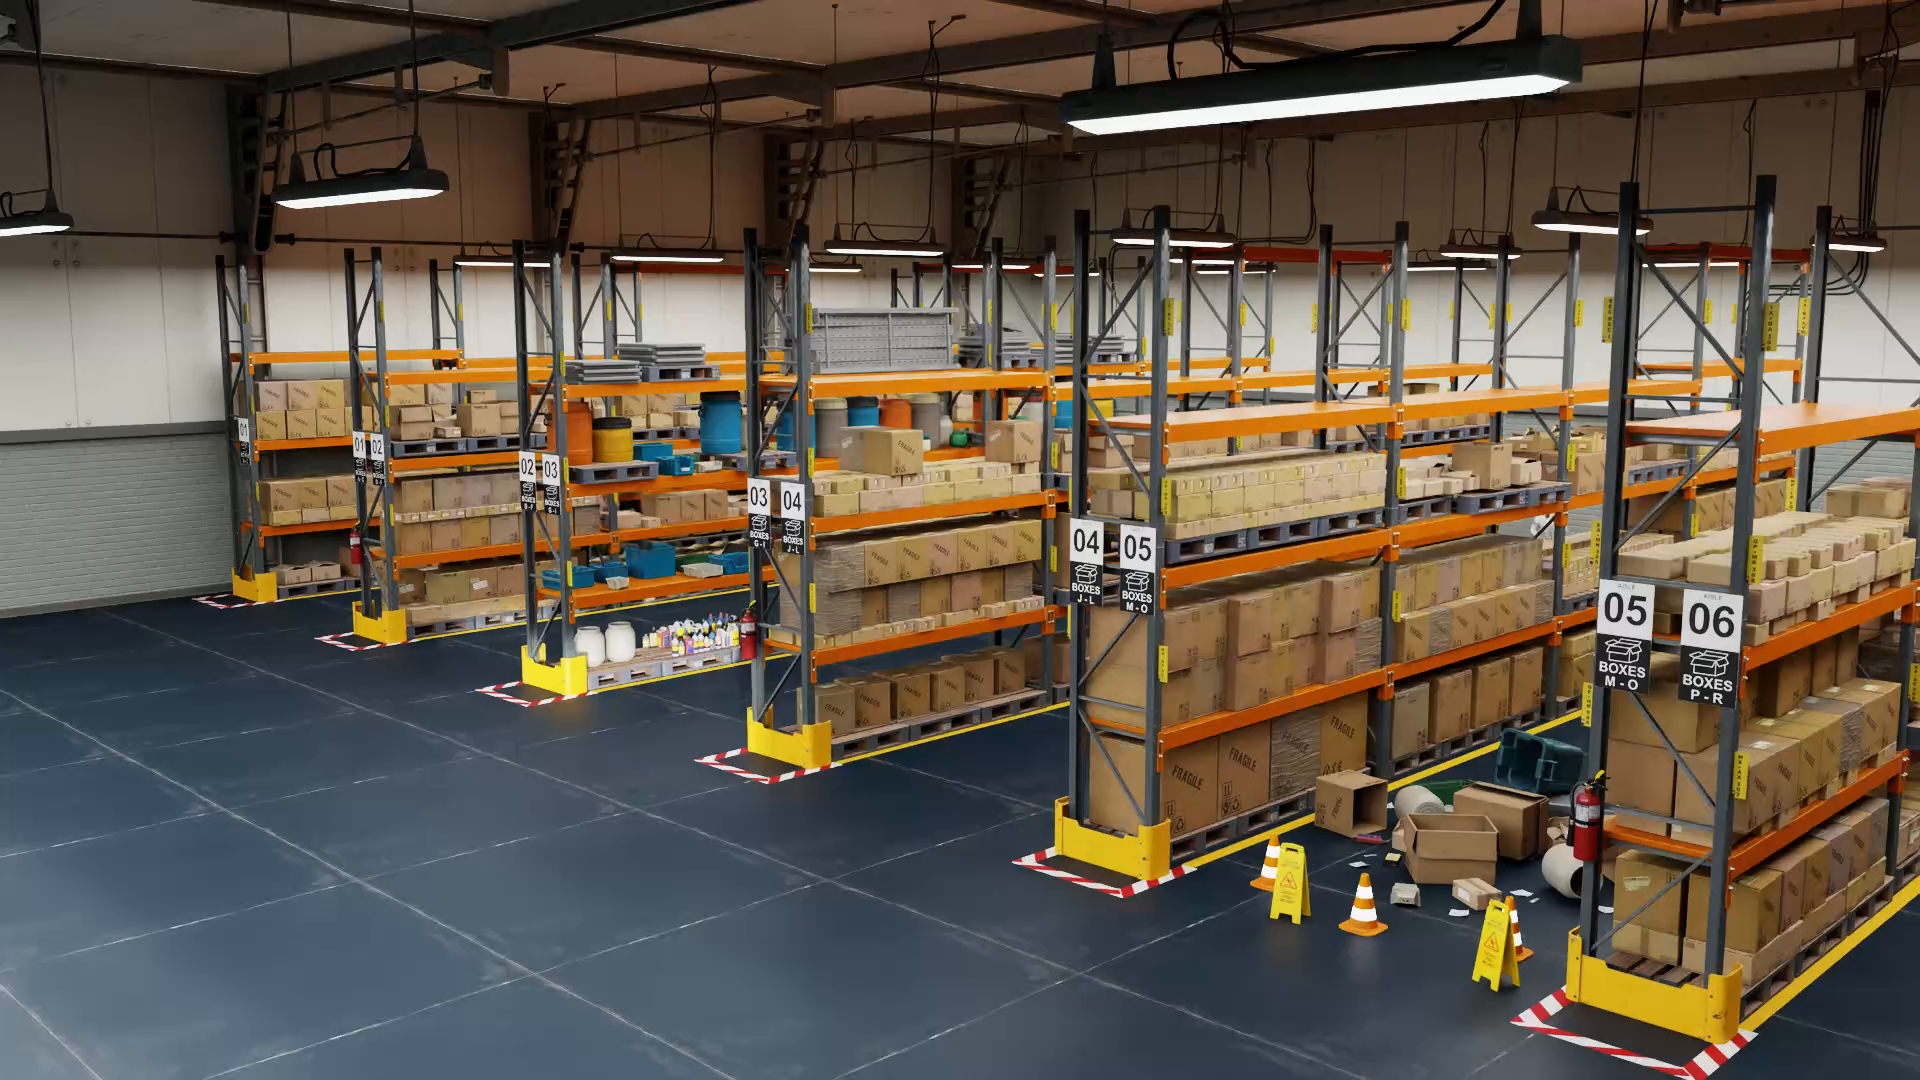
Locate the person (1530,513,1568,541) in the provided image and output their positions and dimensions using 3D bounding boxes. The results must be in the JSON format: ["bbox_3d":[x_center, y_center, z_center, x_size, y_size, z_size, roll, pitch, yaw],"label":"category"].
[{"bbox_3d":[10.685,0.091,30.170,0.636,1.658,0.860,1,8,9],"label":"person"}]

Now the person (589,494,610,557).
[{"bbox_3d":[-6.736,-0.192,31.635,0.647,1.751,0.735,6,10,37],"label":"person"}]

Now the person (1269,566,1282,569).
[{"bbox_3d":[4.371,1.125,22.716,0.607,1.733,0.873,7,11,42],"label":"person"}]
